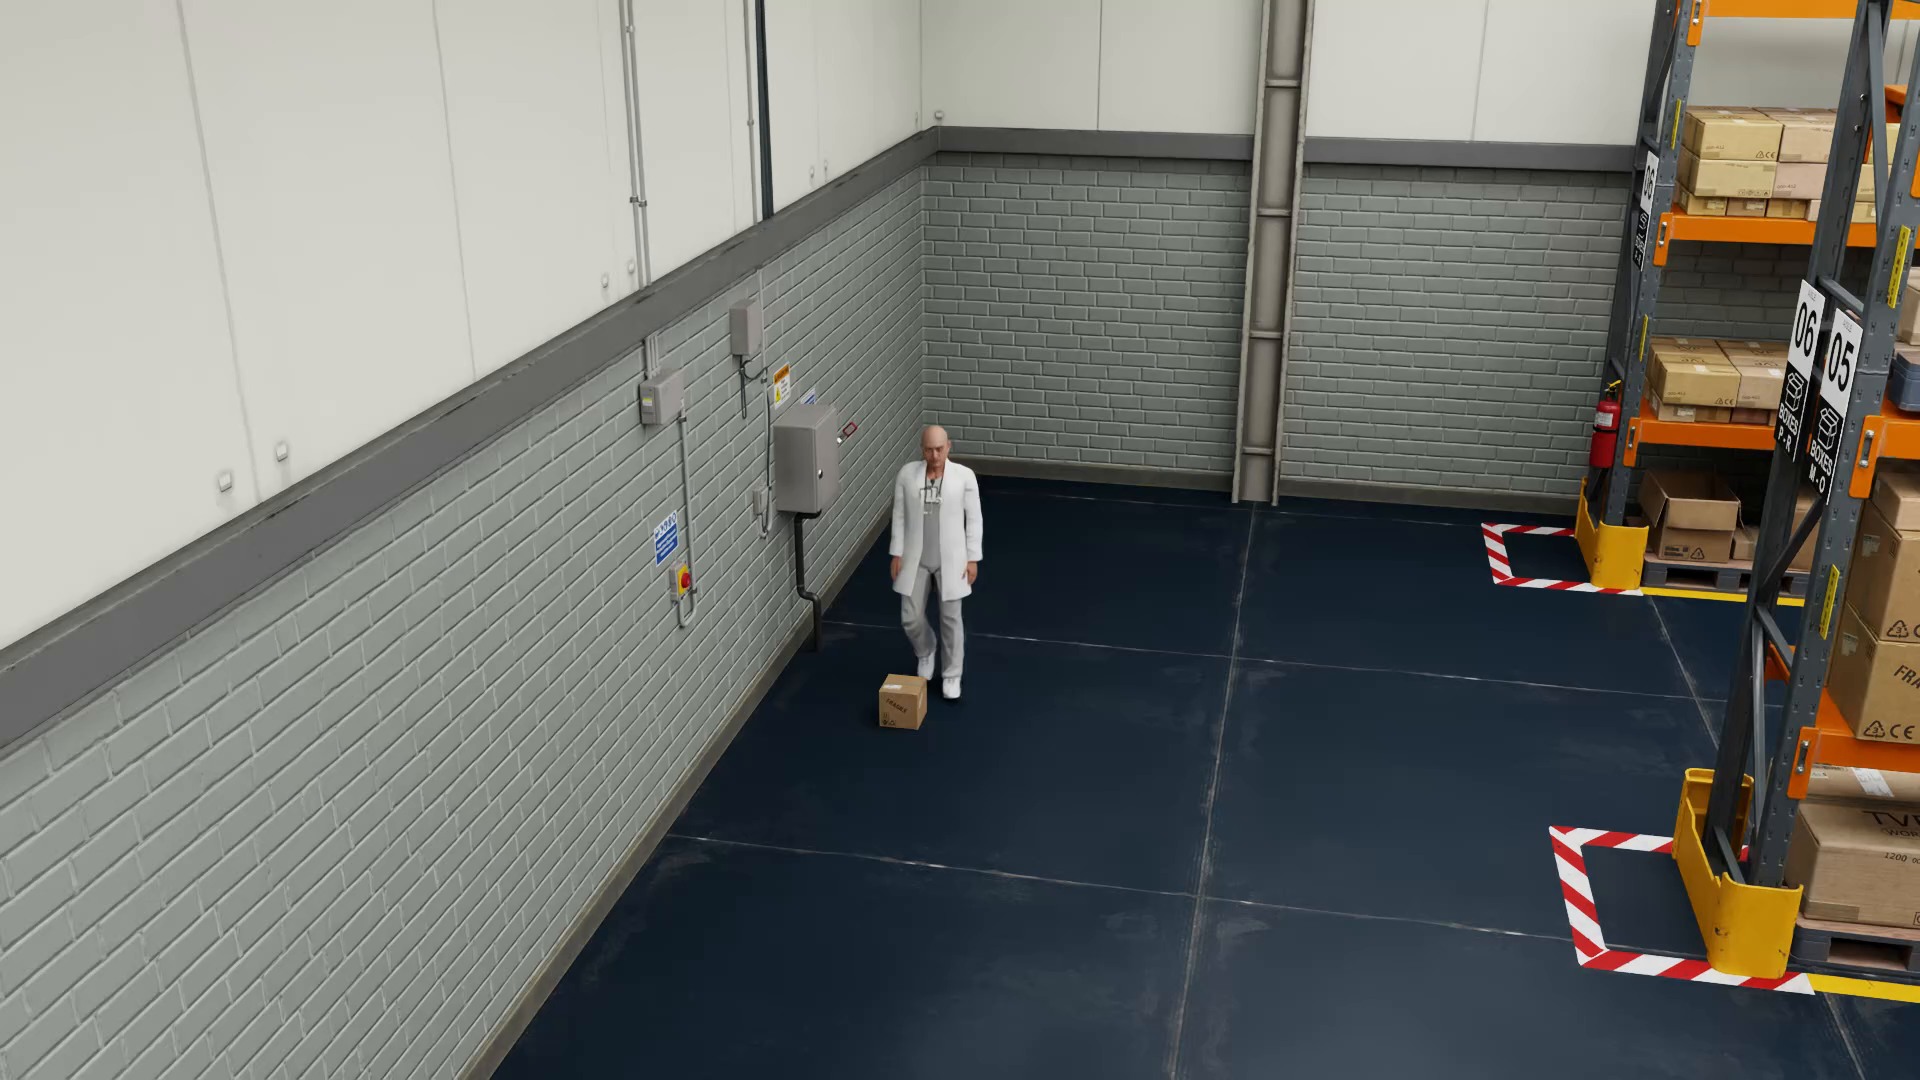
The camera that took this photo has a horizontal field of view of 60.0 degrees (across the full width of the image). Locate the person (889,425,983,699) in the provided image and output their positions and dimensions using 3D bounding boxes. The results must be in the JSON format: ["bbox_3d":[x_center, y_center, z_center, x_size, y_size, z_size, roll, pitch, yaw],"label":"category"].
[{"bbox_3d":[-0.156,0.126,10.735,0.606,1.786,0.518,3,21,7],"label":"person"}]
